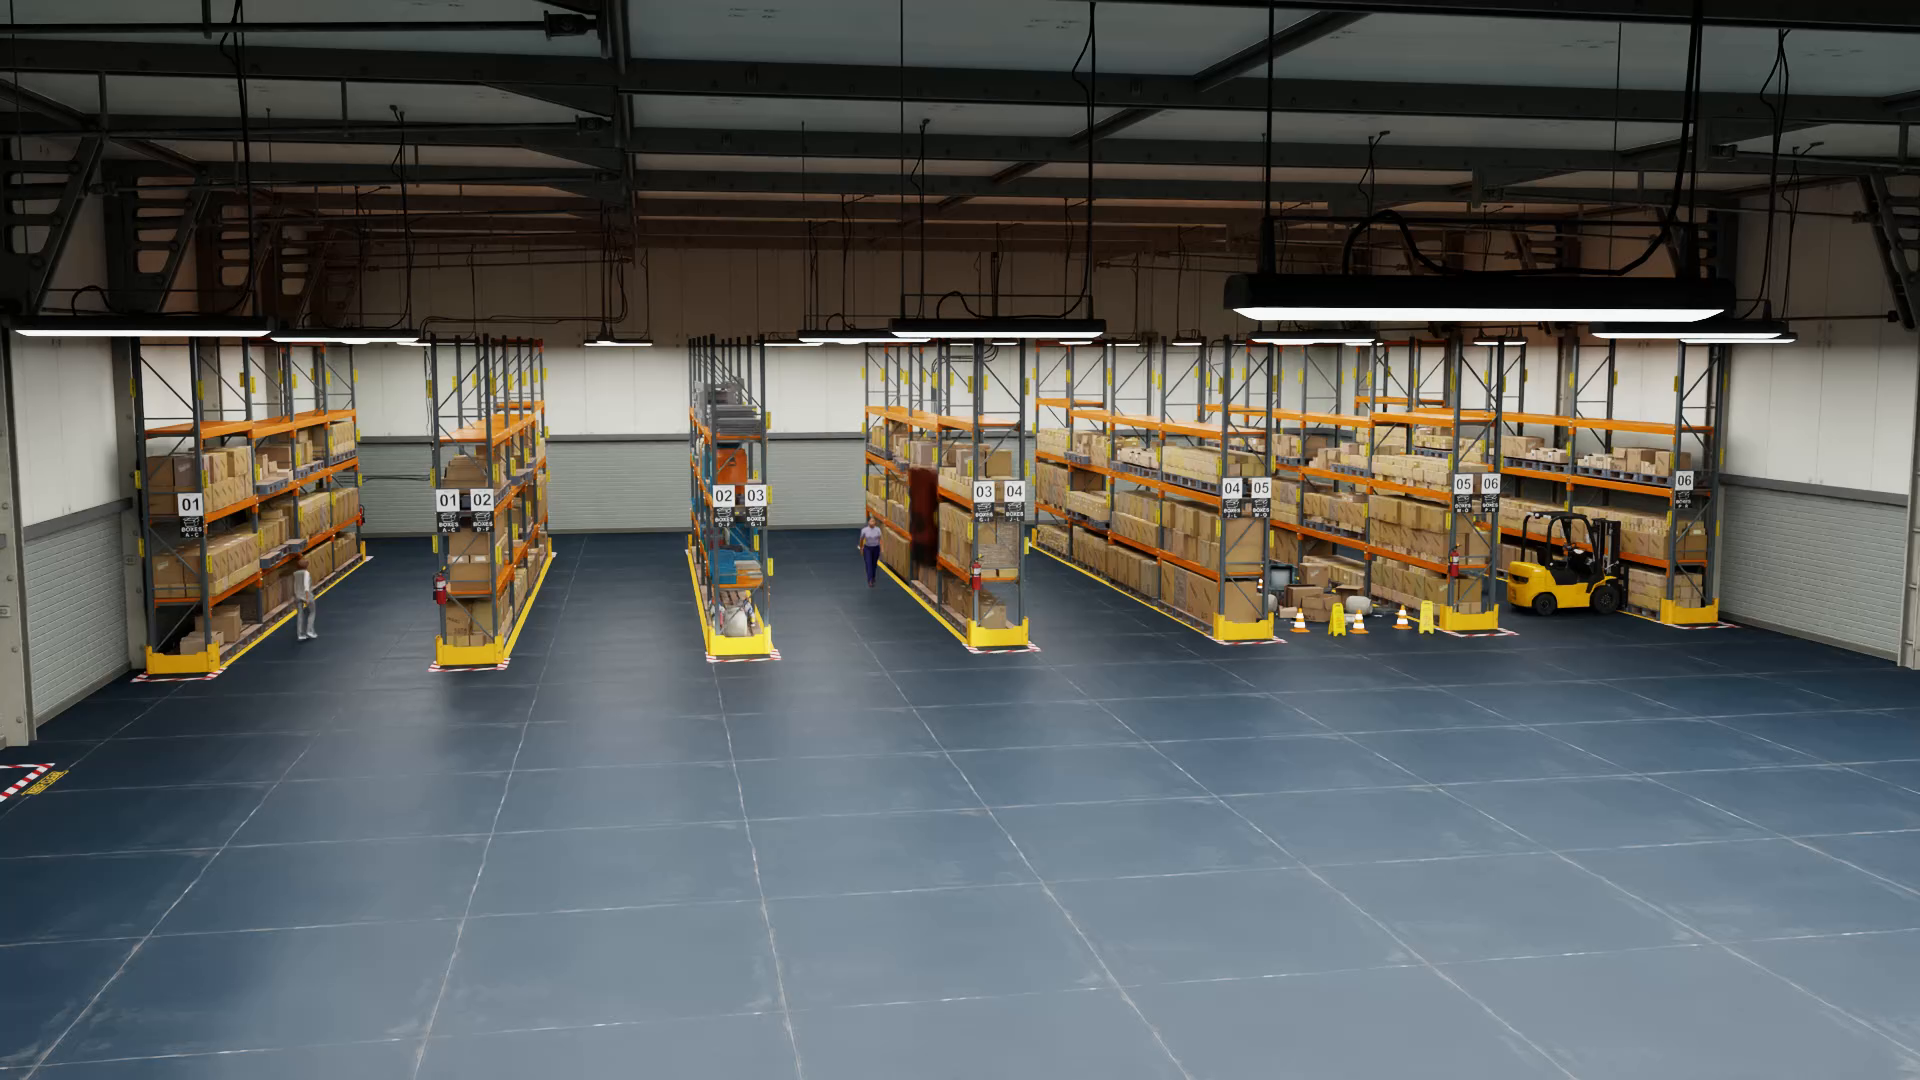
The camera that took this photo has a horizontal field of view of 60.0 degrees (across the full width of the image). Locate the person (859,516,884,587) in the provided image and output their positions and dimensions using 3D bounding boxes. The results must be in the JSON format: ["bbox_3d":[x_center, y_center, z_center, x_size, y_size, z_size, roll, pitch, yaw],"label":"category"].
[{"bbox_3d":[-2.028,0.244,38.227,0.535,1.596,0.999,-2,7,-13],"label":"person"}]

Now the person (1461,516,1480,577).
[{"bbox_3d":[12.284,0.301,39.782,0.547,1.778,0.552,-3,7,-26],"label":"person"}]

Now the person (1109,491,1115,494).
[{"bbox_3d":[4.455,-0.644,48.466,0.527,1.658,0.439,-5,8,-36],"label":"person"}]

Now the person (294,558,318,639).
[{"bbox_3d":[-13.003,1.179,32.865,0.417,1.605,0.514,0,7,1],"label":"person"}]
